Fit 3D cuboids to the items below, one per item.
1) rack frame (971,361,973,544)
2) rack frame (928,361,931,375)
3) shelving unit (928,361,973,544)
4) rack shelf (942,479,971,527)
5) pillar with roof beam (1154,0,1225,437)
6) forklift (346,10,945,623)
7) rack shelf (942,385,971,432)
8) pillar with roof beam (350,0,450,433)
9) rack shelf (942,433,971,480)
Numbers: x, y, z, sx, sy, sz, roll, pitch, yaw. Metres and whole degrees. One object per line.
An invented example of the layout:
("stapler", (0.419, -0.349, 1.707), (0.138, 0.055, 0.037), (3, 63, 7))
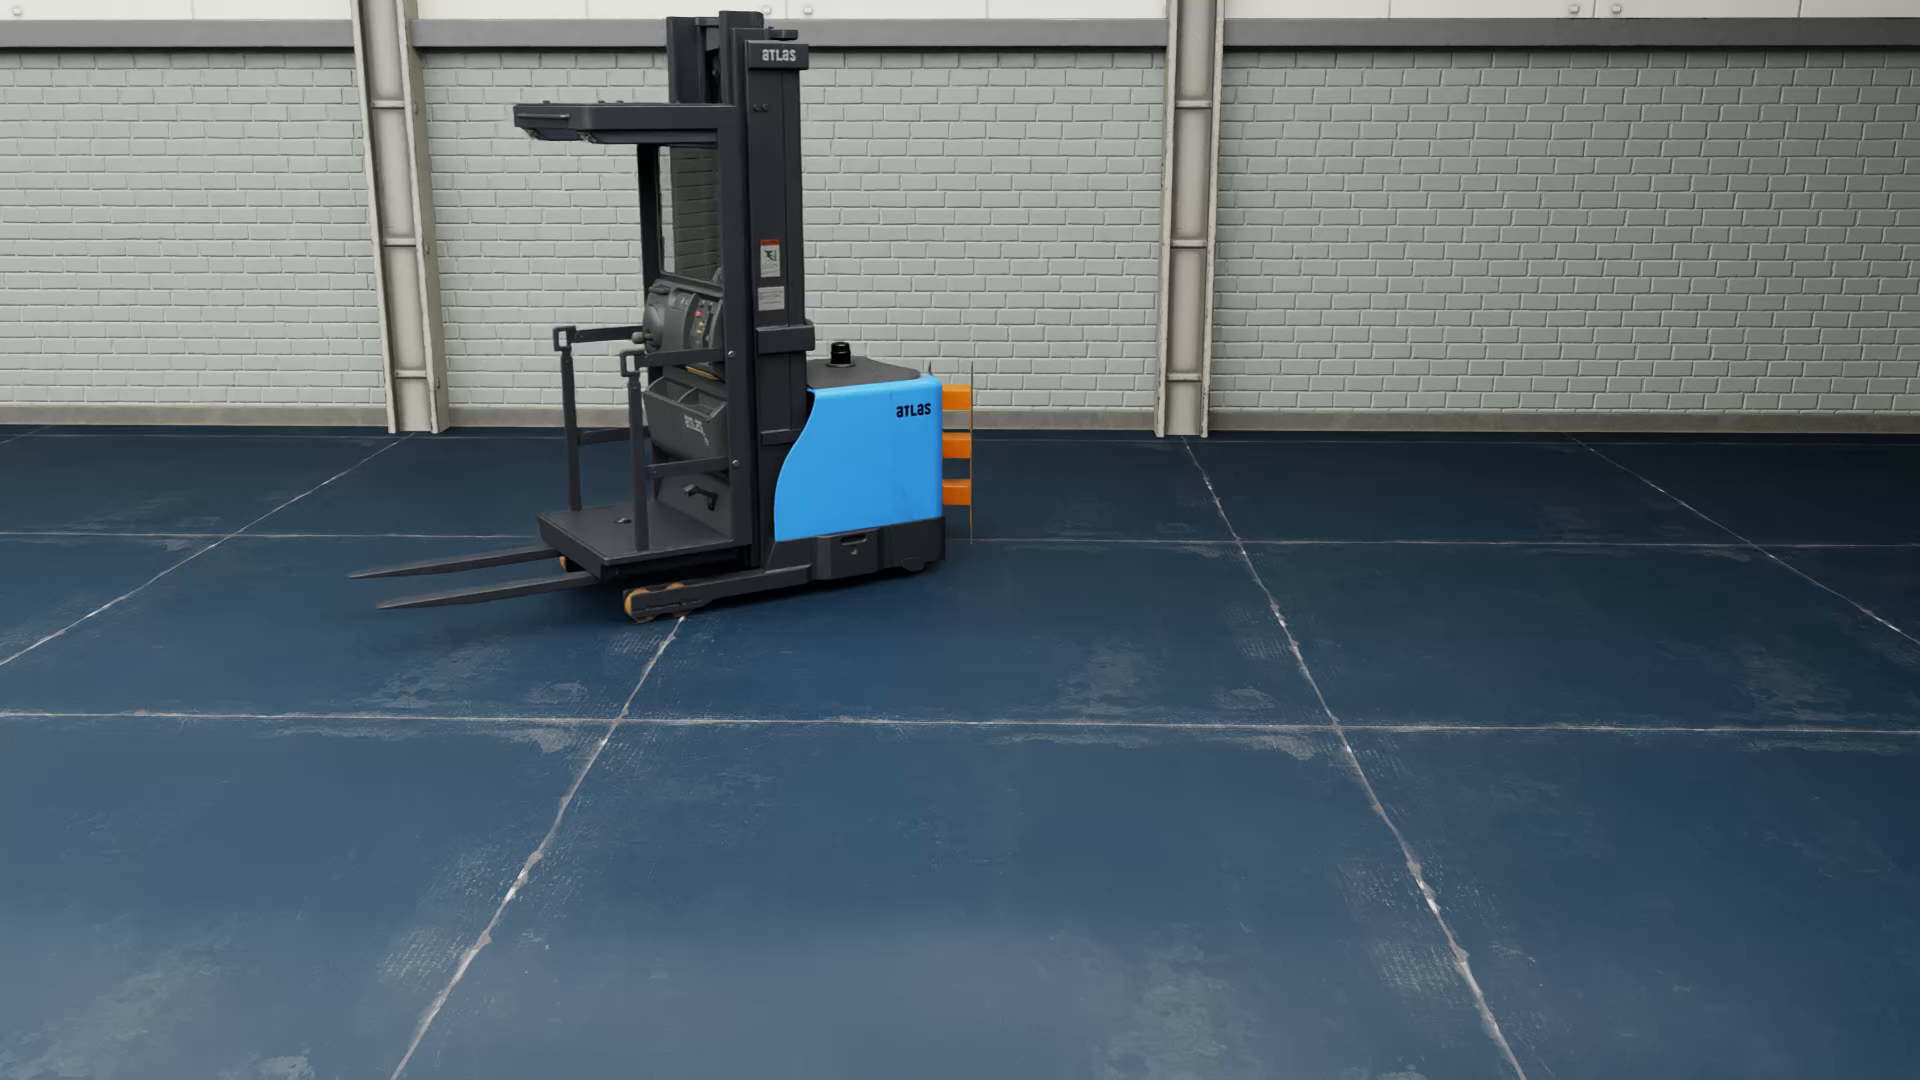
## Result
("rack frame", (0.068, -0.507, 9.704), (0.008, 1.050, 0.200), (0, 15, 1))
("rack frame", (-0.175, -0.509, 9.710), (0.008, 1.050, 0.200), (0, 15, 1))
("shelving unit", (-0.053, -0.508, 9.707), (0.252, 1.050, 0.215), (0, 15, 1))
("rack shelf", (-0.053, -0.229, 9.781), (0.240, 0.259, 0.215), (0, 15, 1))
("pillar with roof beam", (1.615, -4.090, 7.701), (0.400, 9.000, 9.100), (0, 15, 1))
("forklift", (-1.606, -1.159, 8.489), (3.031, 2.935, 1.130), (-9, 17, -31))
("rack shelf", (-0.053, -0.772, 9.638), (0.240, 0.259, 0.215), (0, 15, 1))
("pillar with roof beam", (-4.383, -4.129, 7.849), (0.400, 9.000, 9.100), (0, 15, 1))
("rack shelf", (-0.053, -0.498, 9.710), (0.240, 0.259, 0.215), (0, 15, 1))
